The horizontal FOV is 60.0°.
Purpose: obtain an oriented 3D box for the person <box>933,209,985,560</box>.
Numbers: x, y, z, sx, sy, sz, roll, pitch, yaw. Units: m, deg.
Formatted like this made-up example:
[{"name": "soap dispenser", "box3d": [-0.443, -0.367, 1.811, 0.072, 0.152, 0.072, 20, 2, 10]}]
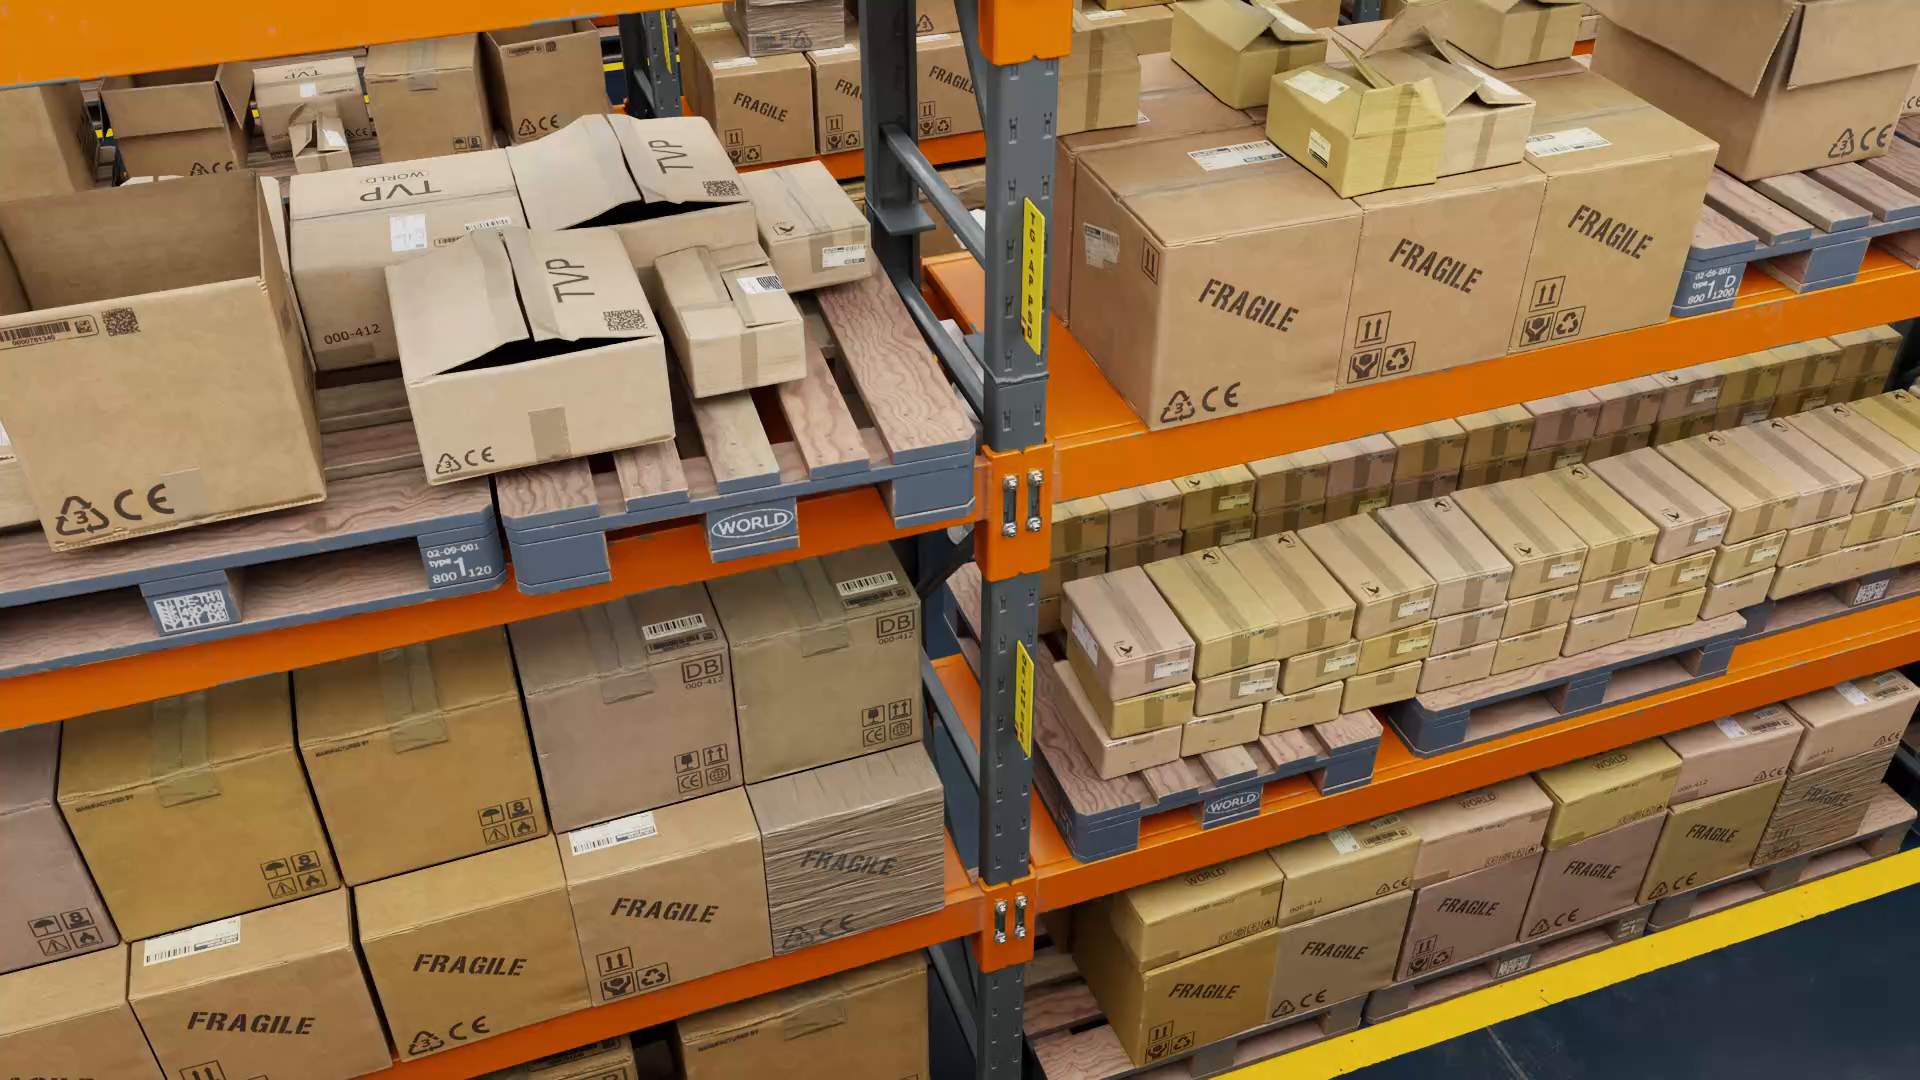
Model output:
[{"name": "person", "box3d": [0.145, -0.690, 7.670, 0.633, 1.759, 0.462, -15, 40, -19]}]
